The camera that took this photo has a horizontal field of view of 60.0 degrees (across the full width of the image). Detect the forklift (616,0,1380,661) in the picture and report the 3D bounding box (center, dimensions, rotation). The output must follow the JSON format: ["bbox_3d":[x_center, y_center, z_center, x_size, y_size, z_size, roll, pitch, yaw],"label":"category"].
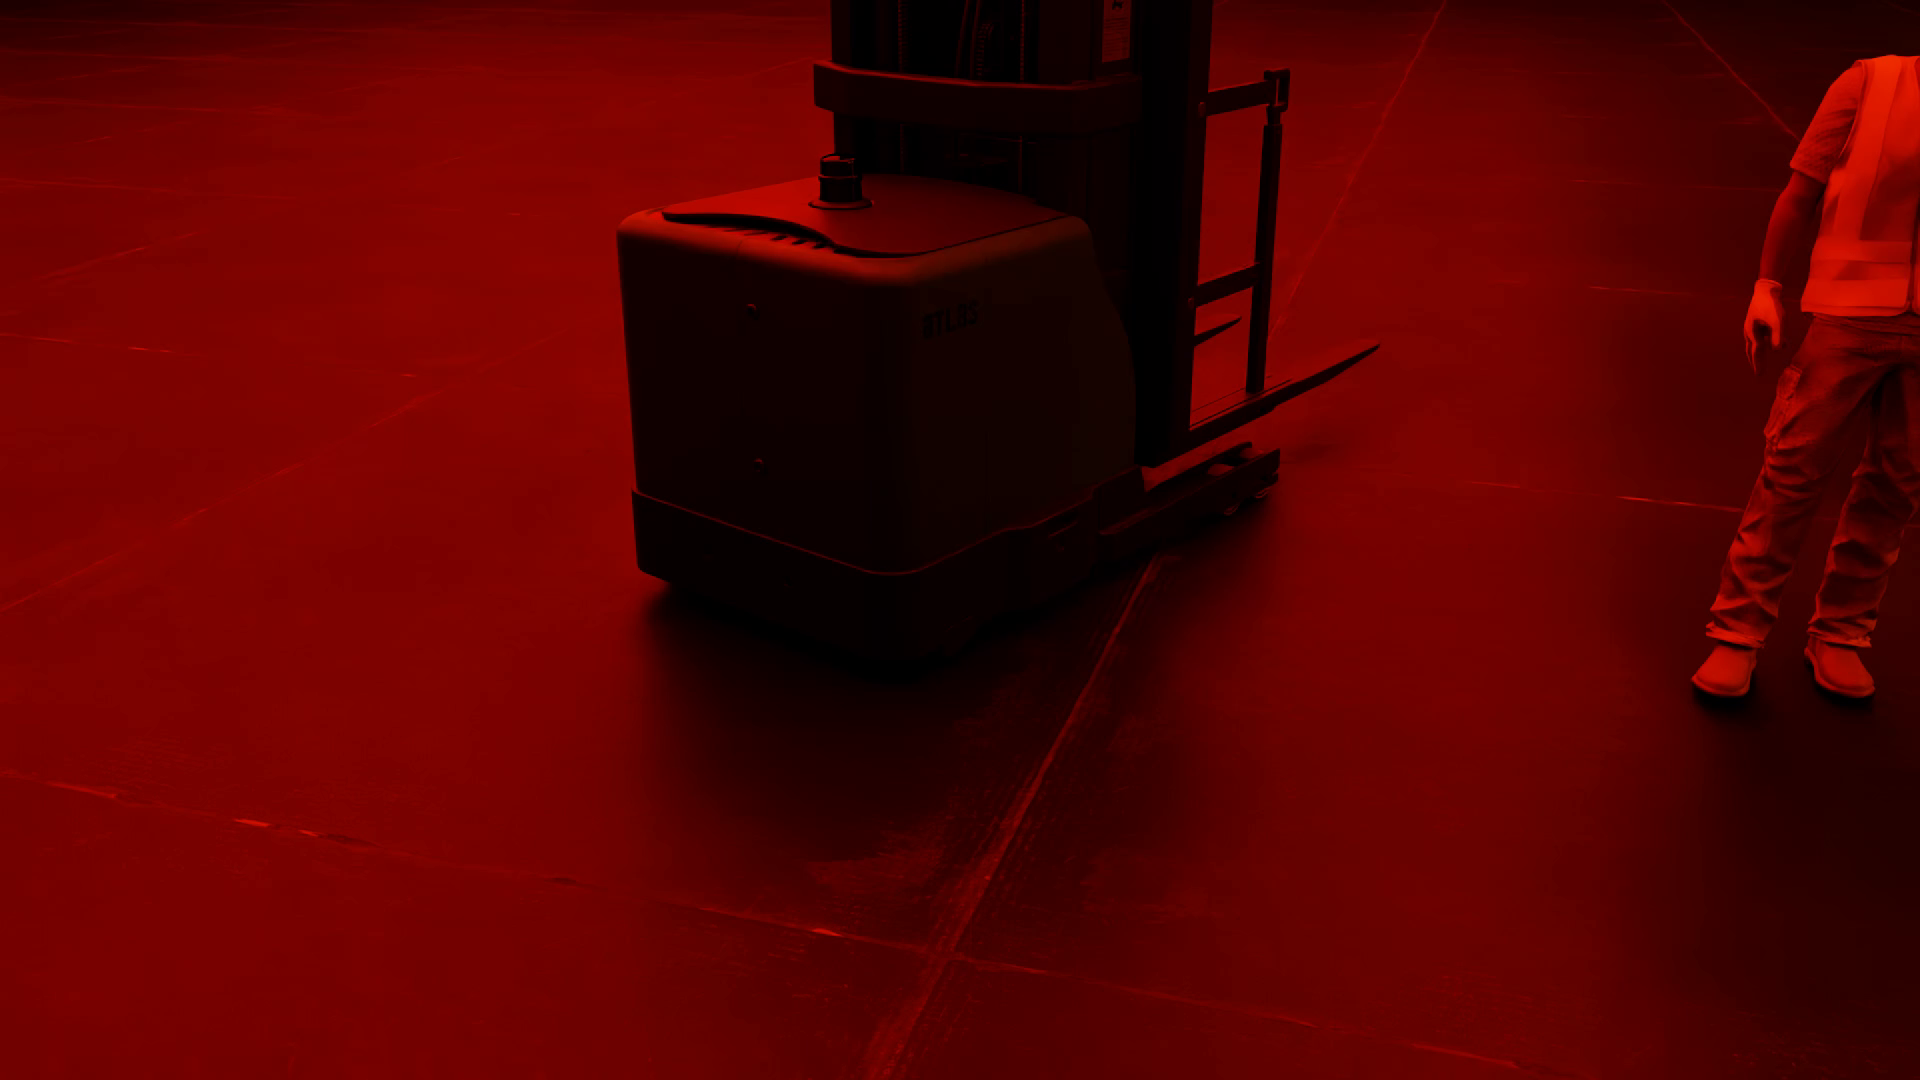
[{"bbox_3d":[0.395,-1.539,5.008,1.130,2.935,3.031,17,28,36],"label":"forklift"}]

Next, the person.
[{"bbox_3d":[2.210,-0.478,3.922,0.655,1.785,0.576,8,24,19],"label":"person"}]
